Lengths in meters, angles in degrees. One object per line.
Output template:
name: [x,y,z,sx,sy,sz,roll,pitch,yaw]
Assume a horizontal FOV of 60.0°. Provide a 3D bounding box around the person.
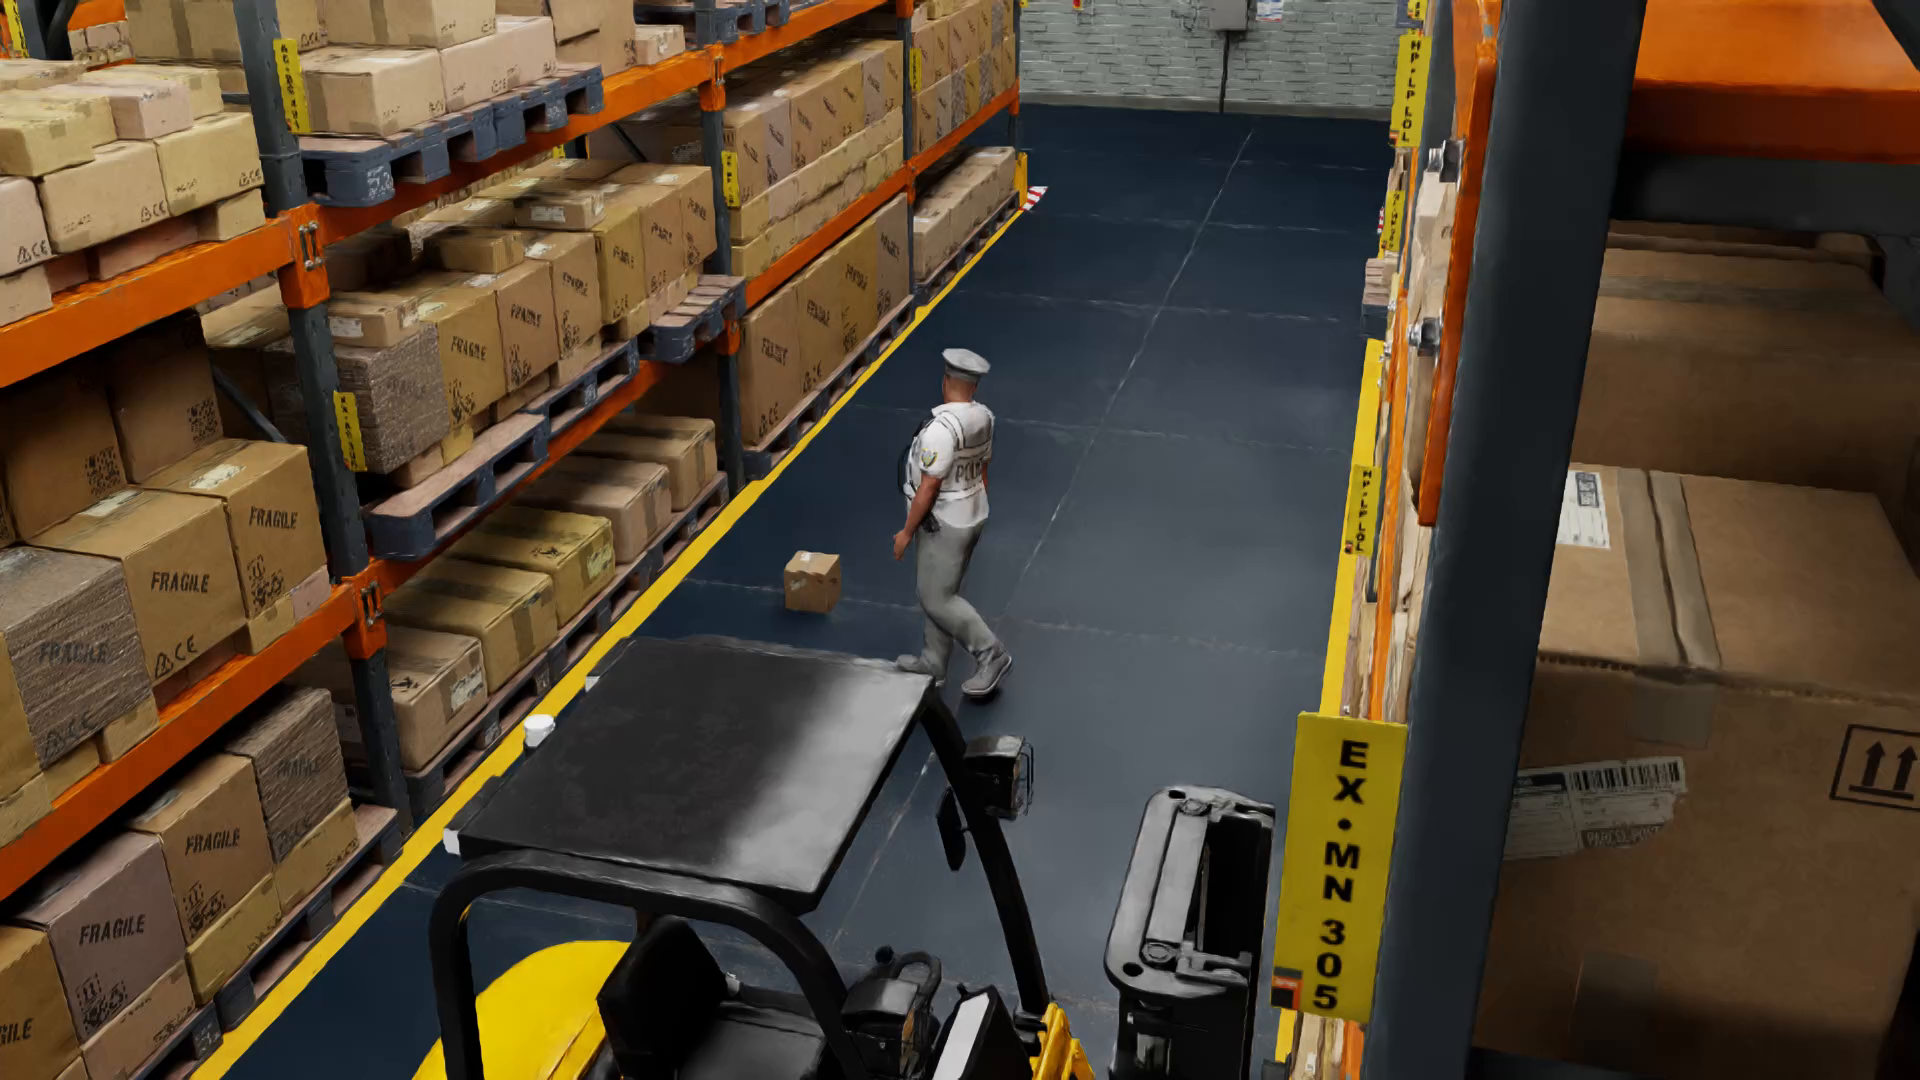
person: [-0.023,-0.084,8.300,0.640,1.718,0.587,9,27,18]
